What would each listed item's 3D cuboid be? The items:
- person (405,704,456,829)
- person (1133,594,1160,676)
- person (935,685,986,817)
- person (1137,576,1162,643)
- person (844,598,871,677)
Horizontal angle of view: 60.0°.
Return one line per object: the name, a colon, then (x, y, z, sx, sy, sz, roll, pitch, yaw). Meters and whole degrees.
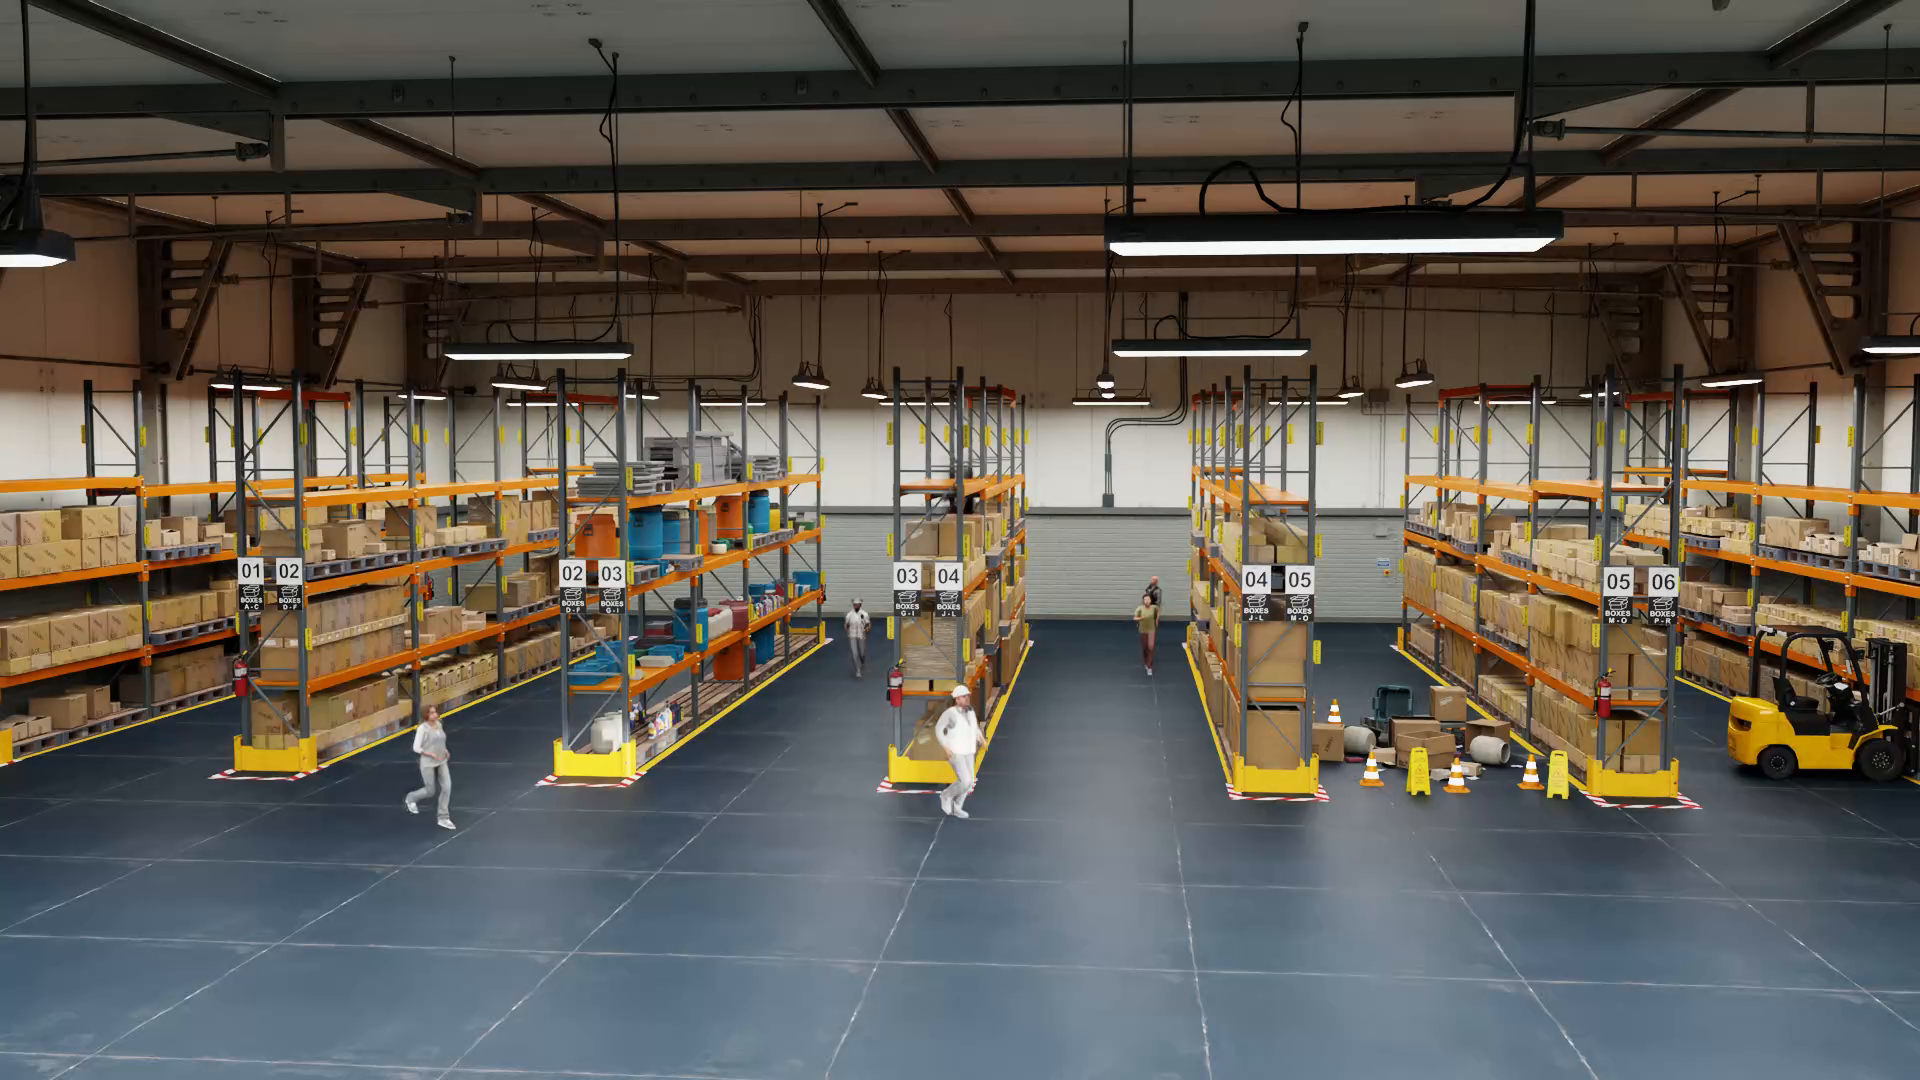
person: (-6.799, 2.899, 21.406, 0.815, 1.584, 0.555, 2, 4, 31)
person: (3.949, 1.993, 35.242, 0.549, 1.729, 0.852, 0, 4, 7)
person: (0.041, 2.777, 21.834, 0.570, 1.740, 0.672, 3, 5, 43)
person: (4.571, 1.687, 40.121, 0.531, 1.649, 0.684, -2, 4, -32)
person: (-2.144, 2.016, 34.742, 0.562, 1.655, 0.581, 0, 4, 0)
